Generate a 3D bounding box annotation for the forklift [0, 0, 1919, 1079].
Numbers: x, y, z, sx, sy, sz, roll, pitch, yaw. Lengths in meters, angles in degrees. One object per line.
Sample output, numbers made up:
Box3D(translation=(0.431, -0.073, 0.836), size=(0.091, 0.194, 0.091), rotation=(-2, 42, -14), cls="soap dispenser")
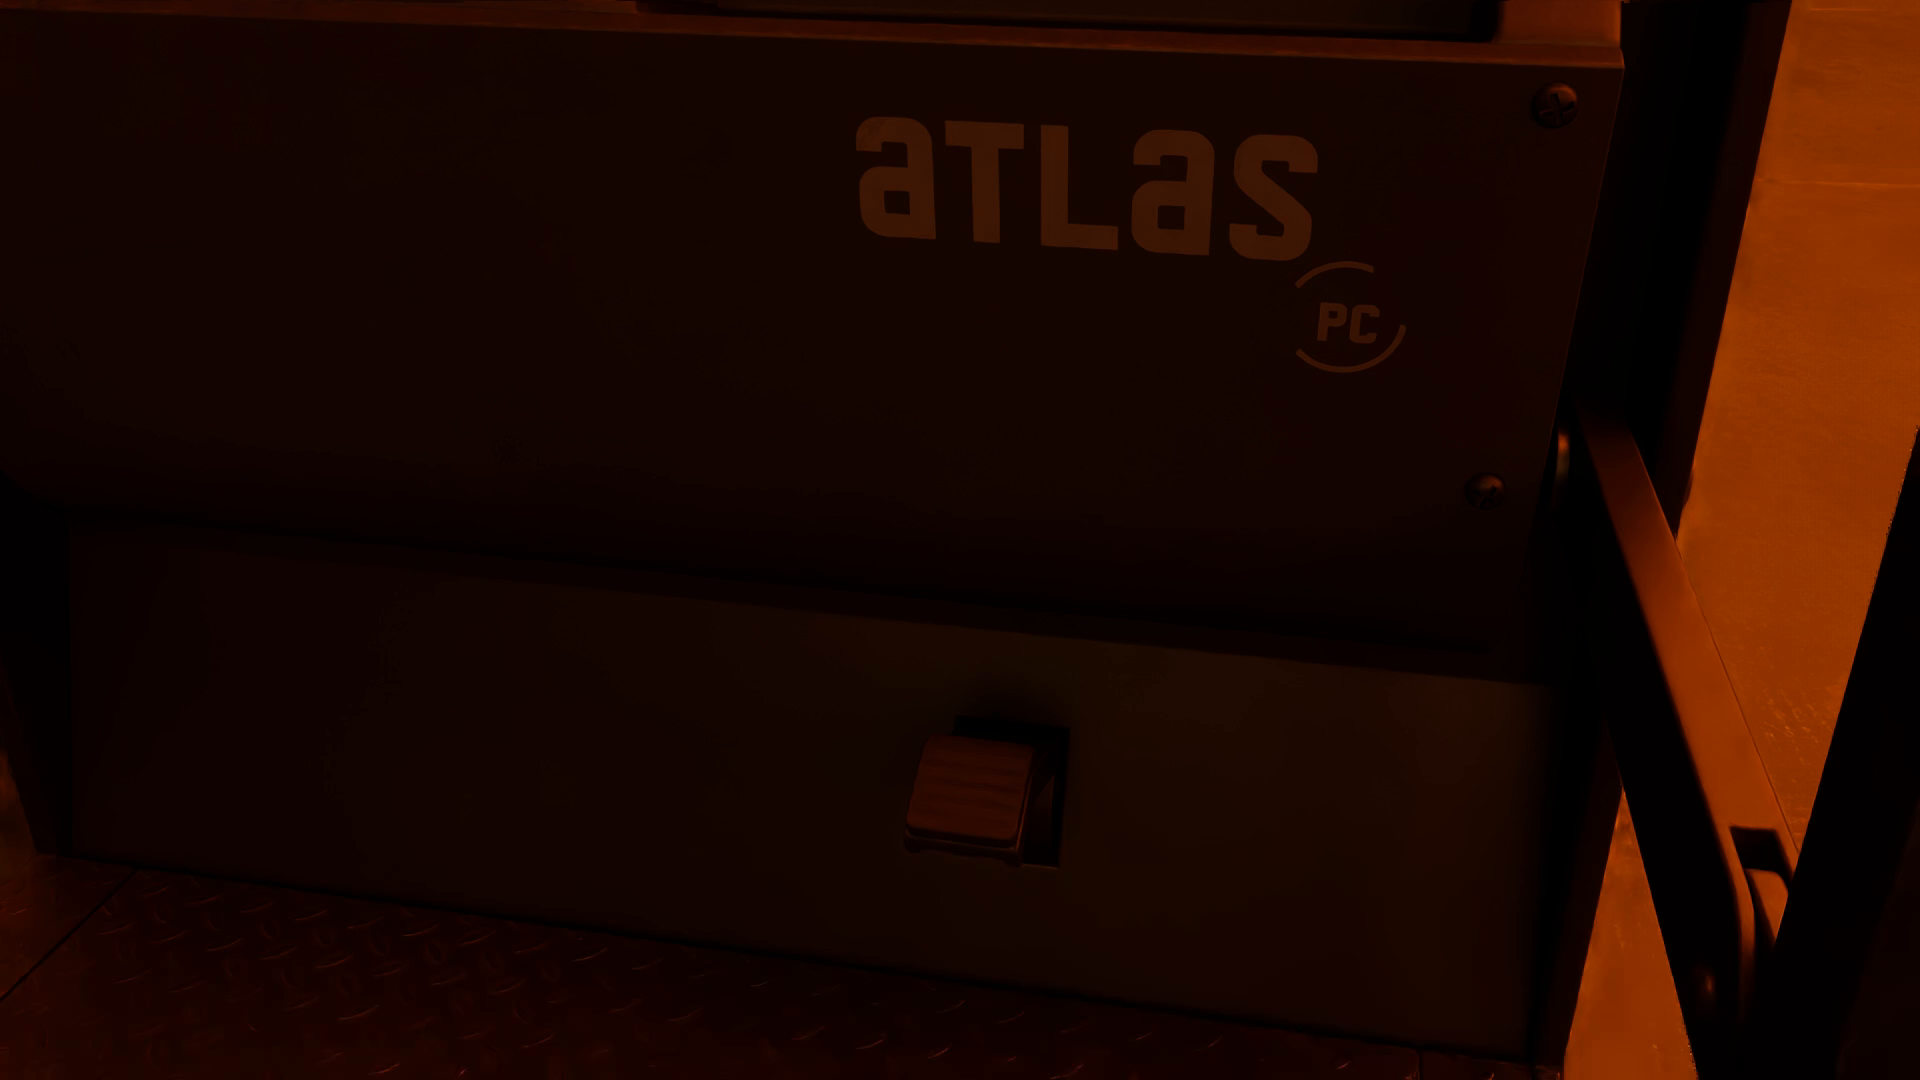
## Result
Box3D(translation=(-0.195, -0.621, 0.461), size=(1.130, 2.935, 3.031), rotation=(5, 27, 10), cls="forklift")
